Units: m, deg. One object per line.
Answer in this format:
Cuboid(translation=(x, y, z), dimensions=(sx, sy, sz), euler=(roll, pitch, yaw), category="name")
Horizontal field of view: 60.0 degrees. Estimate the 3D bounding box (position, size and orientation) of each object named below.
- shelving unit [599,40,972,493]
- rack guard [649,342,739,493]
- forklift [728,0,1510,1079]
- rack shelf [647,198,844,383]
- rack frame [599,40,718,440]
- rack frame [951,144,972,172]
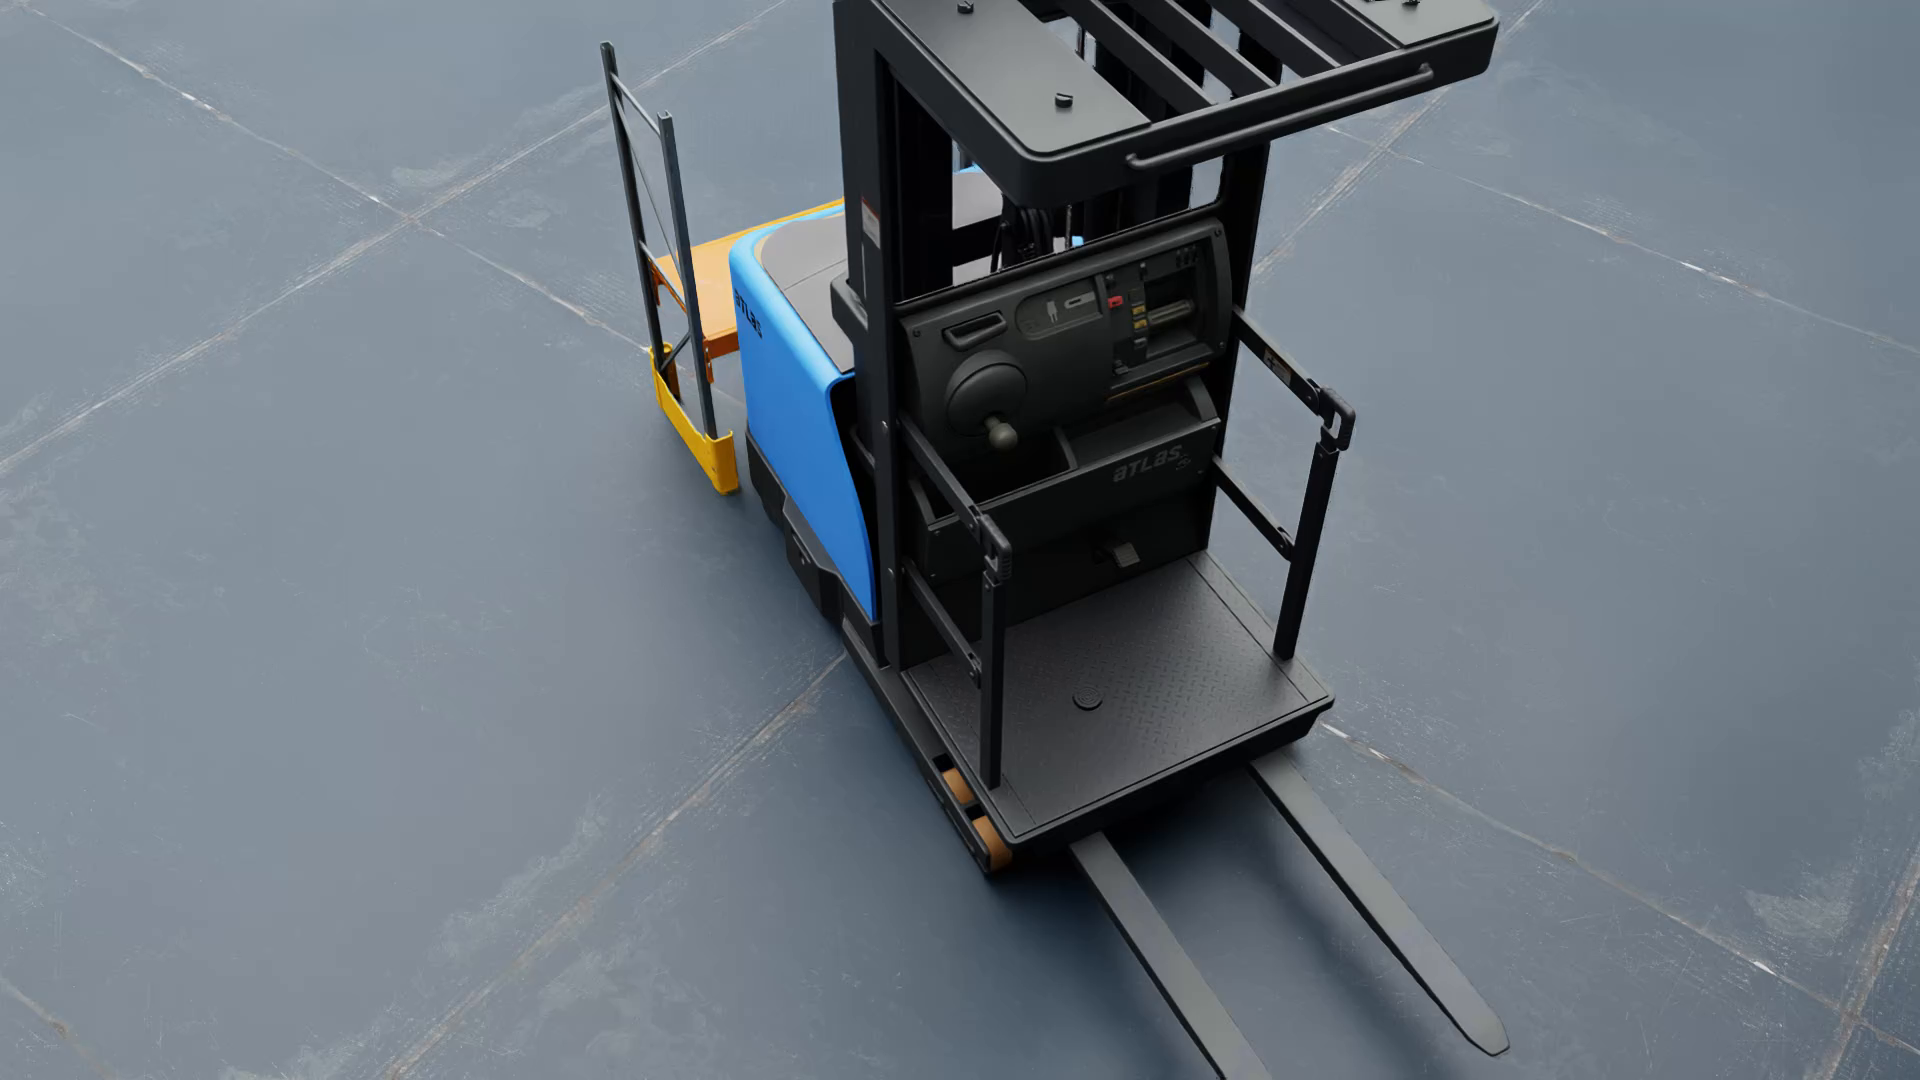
Cuboid(translation=(-0.531, -1.058, 5.723), dimensions=(1.083, 1.500, 0.587), euler=(-23, 50, -20), category="shelving unit")
Cuboid(translation=(-0.962, -0.446, 6.003), dimensions=(0.087, 0.250, 0.587), euler=(-23, 50, -20), category="rack guard")
Cuboid(translation=(0.396, -0.430, 4.134), dimensions=(1.130, 2.935, 3.031), euler=(-21, 50, -19), category="forklift")
Cuboid(translation=(-0.539, -0.930, 5.850), dimensions=(1.000, 0.185, 0.538), euler=(-23, 50, -20), category="rack shelf")
Cuboid(translation=(-0.979, -0.871, 5.545), dimensions=(0.032, 1.500, 0.500), euler=(-23, 50, -20), category="rack frame")
Cuboid(translation=(-0.098, -1.238, 5.895), dimensions=(0.032, 1.500, 0.500), euler=(-23, 50, -20), category="rack frame")
